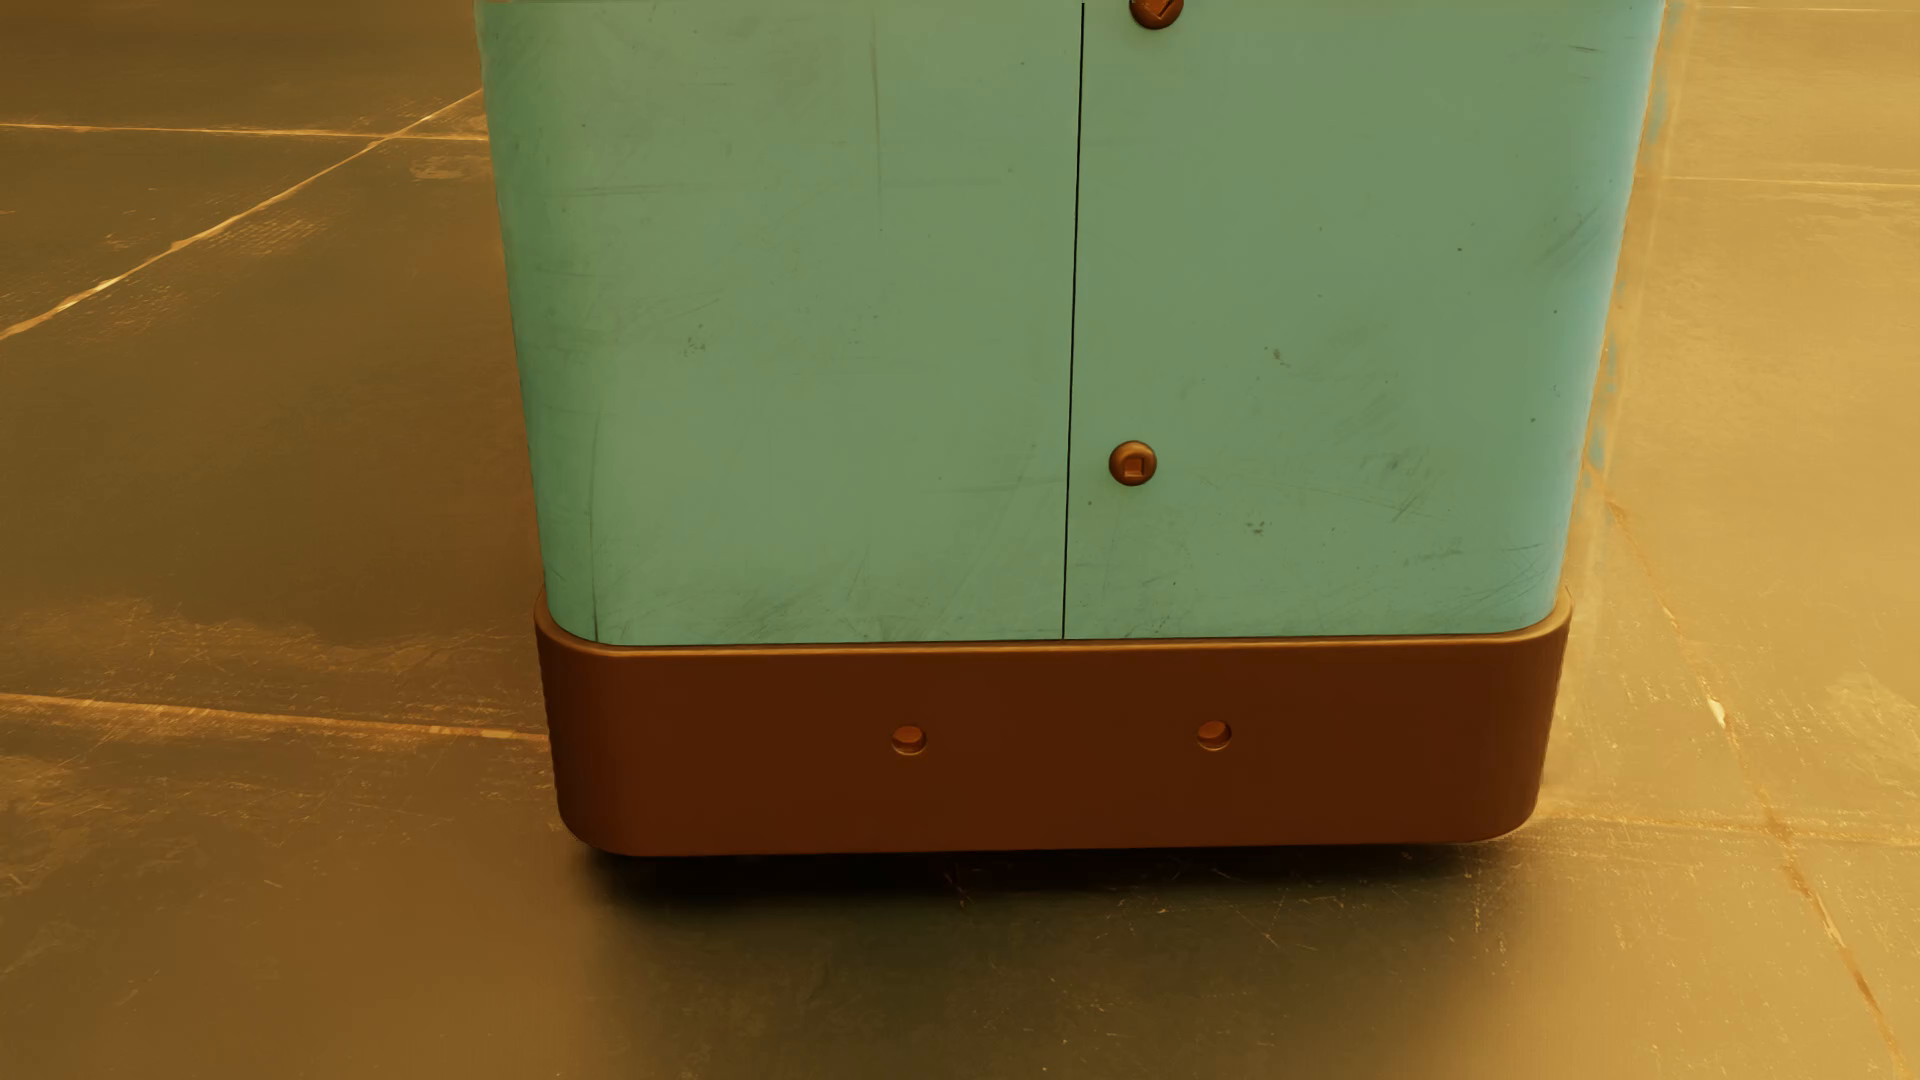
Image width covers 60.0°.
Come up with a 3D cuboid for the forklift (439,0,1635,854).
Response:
[{"bbox_3d":[0.084,-1.605,2.435,1.130,2.935,3.031,0,27,1],"label":"forklift"}]
